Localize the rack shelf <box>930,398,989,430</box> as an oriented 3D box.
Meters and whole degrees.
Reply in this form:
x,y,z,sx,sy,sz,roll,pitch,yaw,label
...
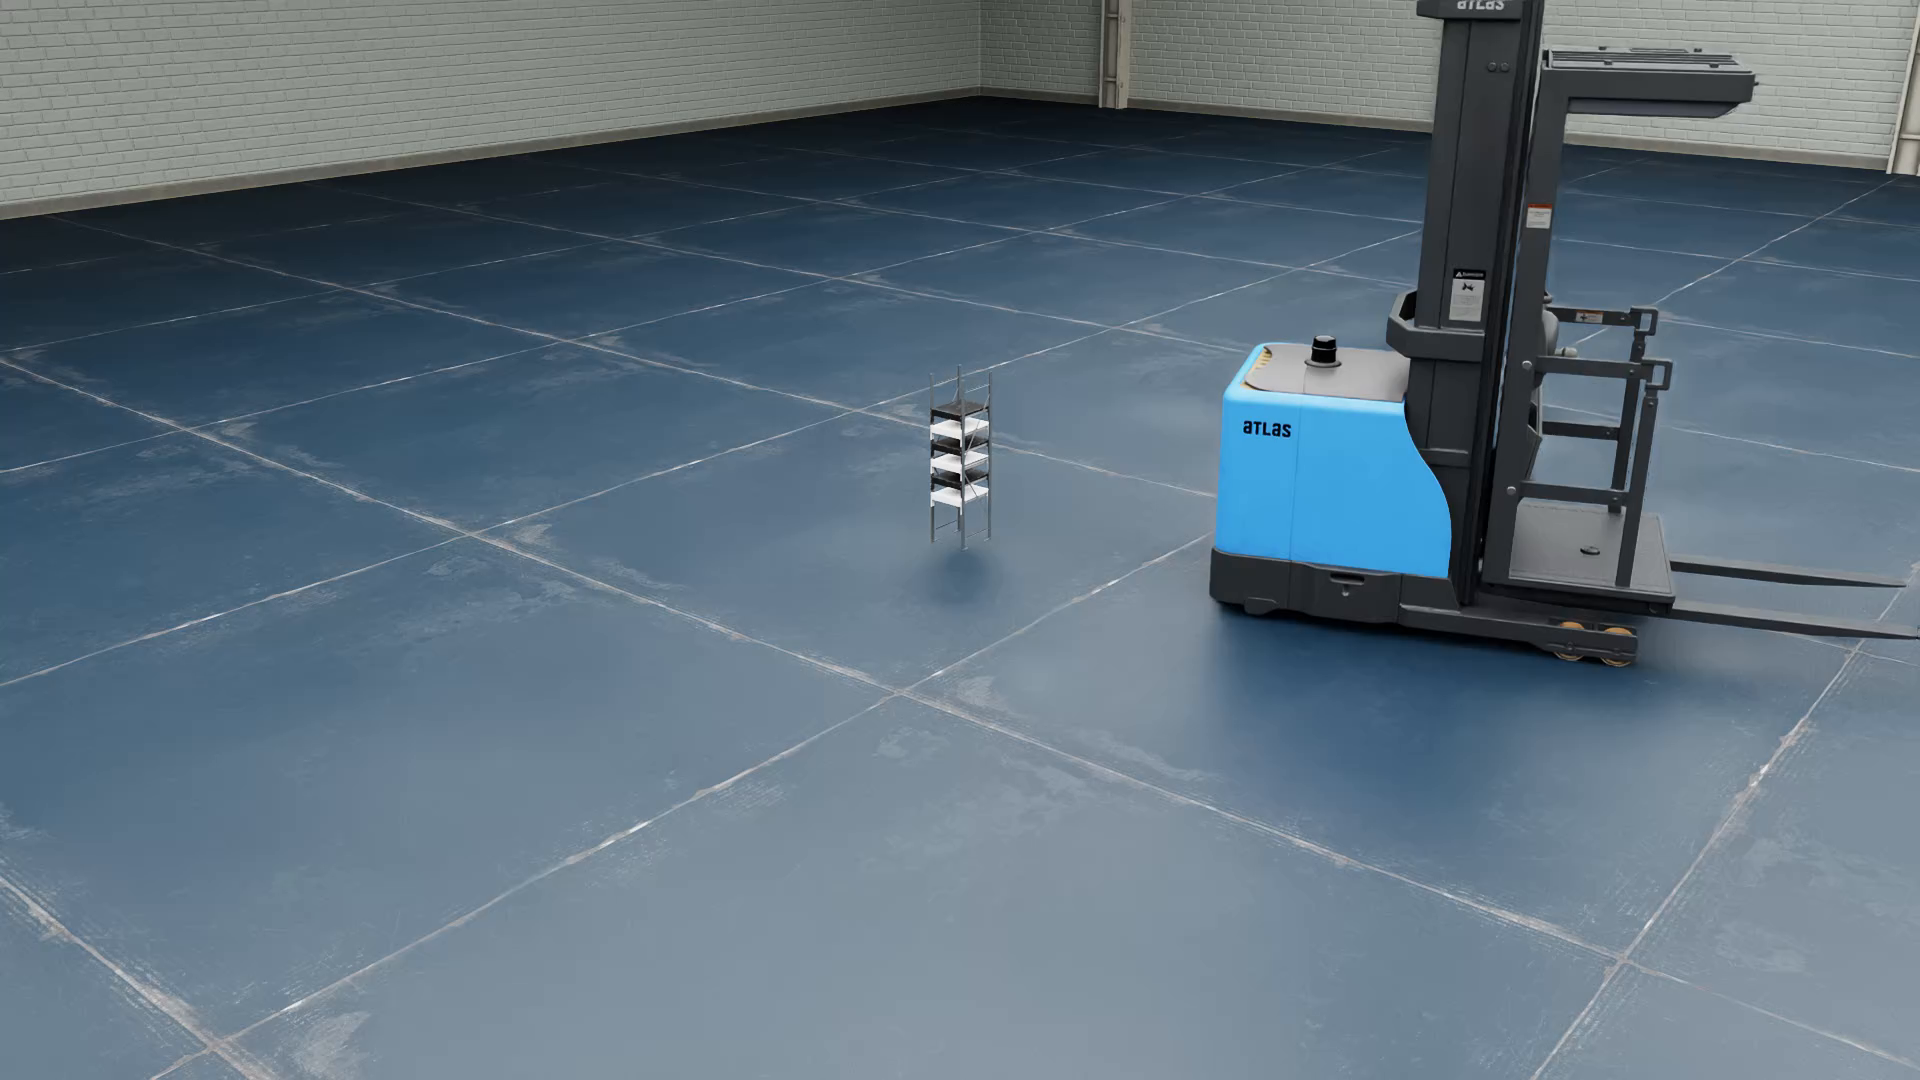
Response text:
x,y,z,sx,sy,sz,roll,pitch,yaw,label
0.006,-0.641,8.421,0.200,0.077,0.258,16,26,36,rack shelf

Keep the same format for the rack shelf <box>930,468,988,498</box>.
x,y,z,sx,sy,sz,roll,pitch,yaw,label
0.006,-0.304,8.548,0.200,0.077,0.258,16,26,36,rack shelf

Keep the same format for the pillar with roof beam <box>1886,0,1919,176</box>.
x,y,z,sx,sy,sz,roll,pitch,yaw,label
9.153,-7.637,16.166,0.400,9.000,9.100,16,26,36,pillar with roof beam

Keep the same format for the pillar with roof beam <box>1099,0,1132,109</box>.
x,y,z,sx,sy,sz,roll,pitch,yaw,label
-0.143,-10.314,23.265,0.400,9.000,9.100,16,26,36,pillar with roof beam

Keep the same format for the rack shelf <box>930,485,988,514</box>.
x,y,z,sx,sy,sz,roll,pitch,yaw,label
0.006,-0.220,8.580,0.200,0.077,0.258,16,26,36,rack shelf

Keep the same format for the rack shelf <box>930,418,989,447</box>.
x,y,z,sx,sy,sz,roll,pitch,yaw,label
0.006,-0.556,8.453,0.200,0.077,0.258,16,26,36,rack shelf

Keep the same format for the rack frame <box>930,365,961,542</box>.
x,y,z,sx,sy,sz,roll,pitch,yaw,label
-0.072,-0.442,8.565,0.006,0.900,0.240,16,26,36,rack frame

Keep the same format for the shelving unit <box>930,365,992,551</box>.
x,y,z,sx,sy,sz,roll,pitch,yaw,label
0.006,-0.419,8.505,0.210,0.900,0.258,16,26,36,shelving unit

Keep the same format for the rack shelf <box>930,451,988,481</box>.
x,y,z,sx,sy,sz,roll,pitch,yaw,label
0.006,-0.388,8.516,0.200,0.077,0.258,16,26,36,rack shelf

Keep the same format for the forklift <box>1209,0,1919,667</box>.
x,y,z,sx,sy,sz,roll,pitch,yaw,label
2.742,-1.033,7.253,3.031,2.935,1.130,7,22,17,forklift

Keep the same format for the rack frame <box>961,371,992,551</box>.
x,y,z,sx,sy,sz,roll,pitch,yaw,label
0.085,-0.397,8.444,0.006,0.900,0.240,16,26,36,rack frame

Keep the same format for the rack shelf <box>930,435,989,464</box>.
x,y,z,sx,sy,sz,roll,pitch,yaw,label
0.006,-0.472,8.485,0.200,0.077,0.258,16,26,36,rack shelf
